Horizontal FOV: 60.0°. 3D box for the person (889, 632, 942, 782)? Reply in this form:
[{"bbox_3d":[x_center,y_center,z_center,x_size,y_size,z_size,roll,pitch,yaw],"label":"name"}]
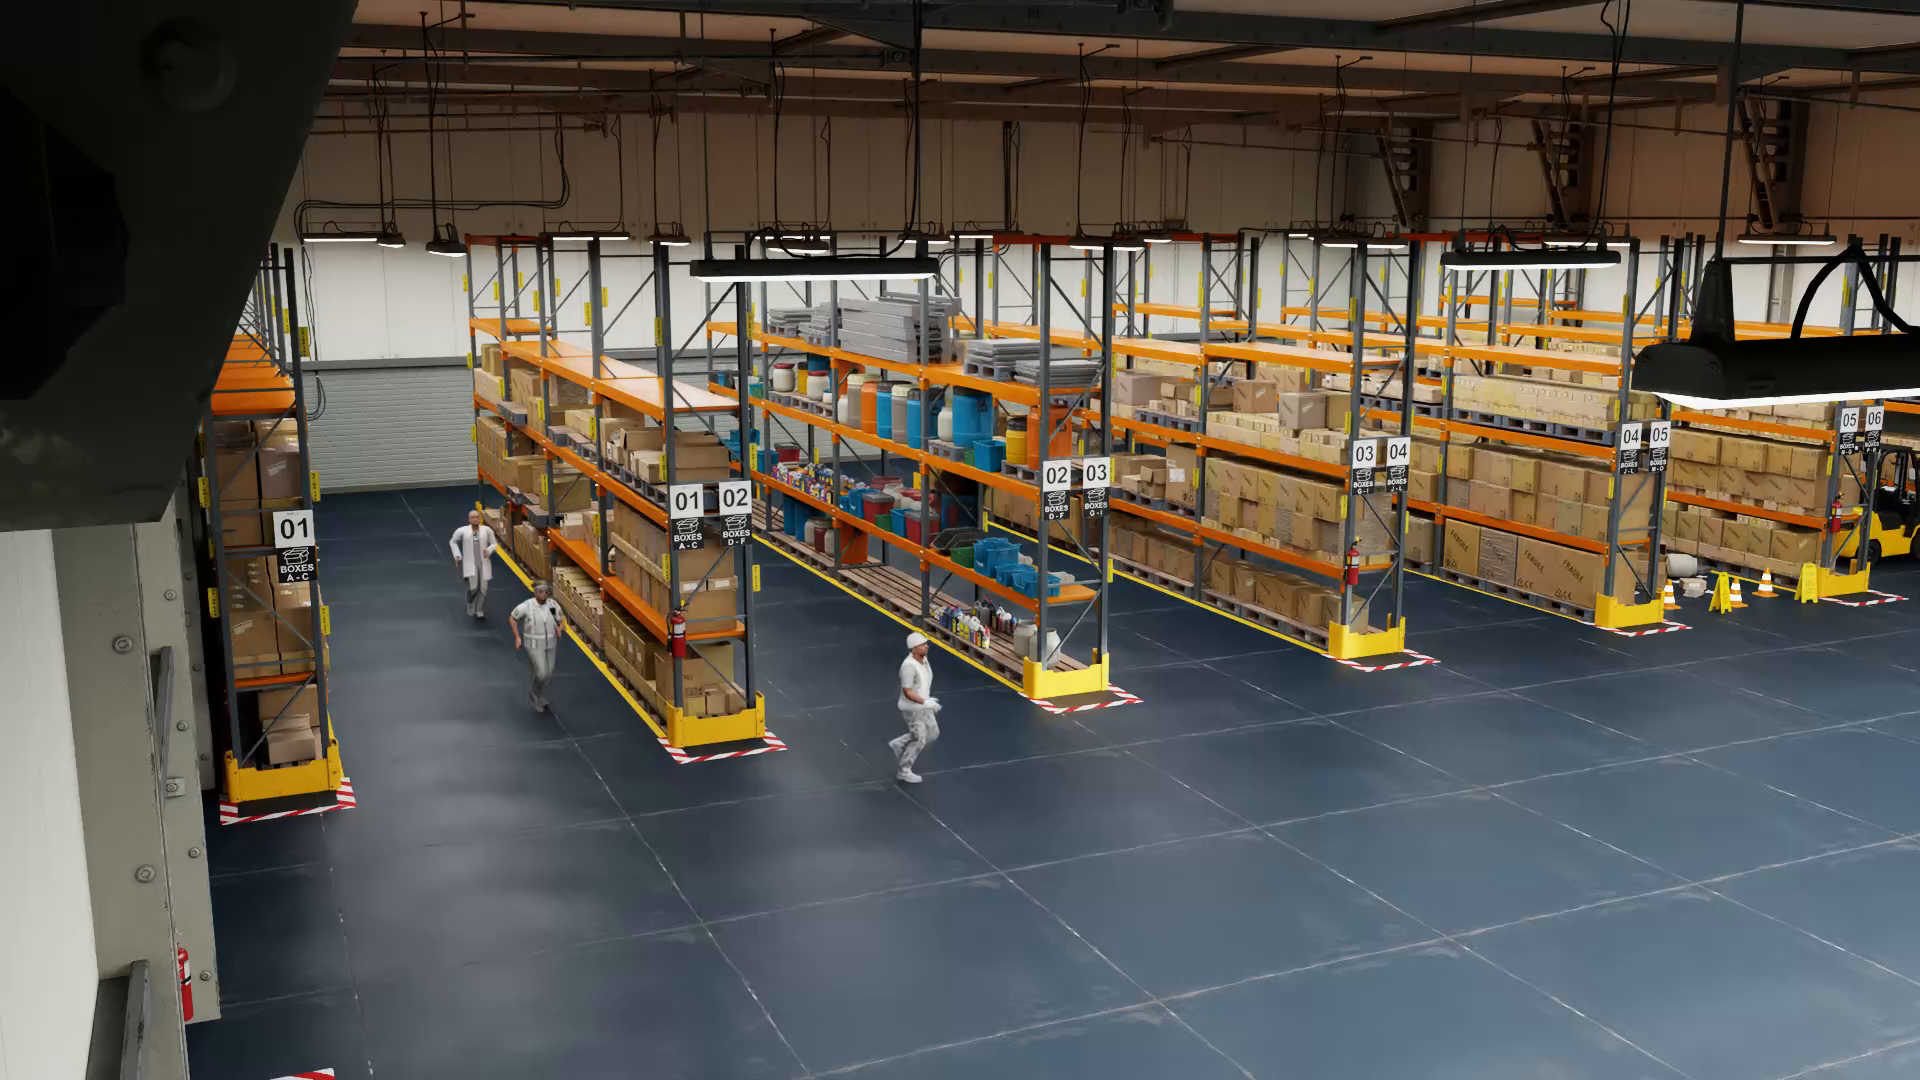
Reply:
[{"bbox_3d":[-0.495,1.887,18.887,0.666,1.742,0.704,3,11,14],"label":"person"}]

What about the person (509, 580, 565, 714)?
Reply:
[{"bbox_3d":[-5.392,1.373,21.465,0.633,1.782,0.785,-9,14,-40],"label":"person"}]

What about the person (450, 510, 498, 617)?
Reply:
[{"bbox_3d":[-7.687,0.400,26.448,0.704,1.734,0.653,-6,12,-26],"label":"person"}]
